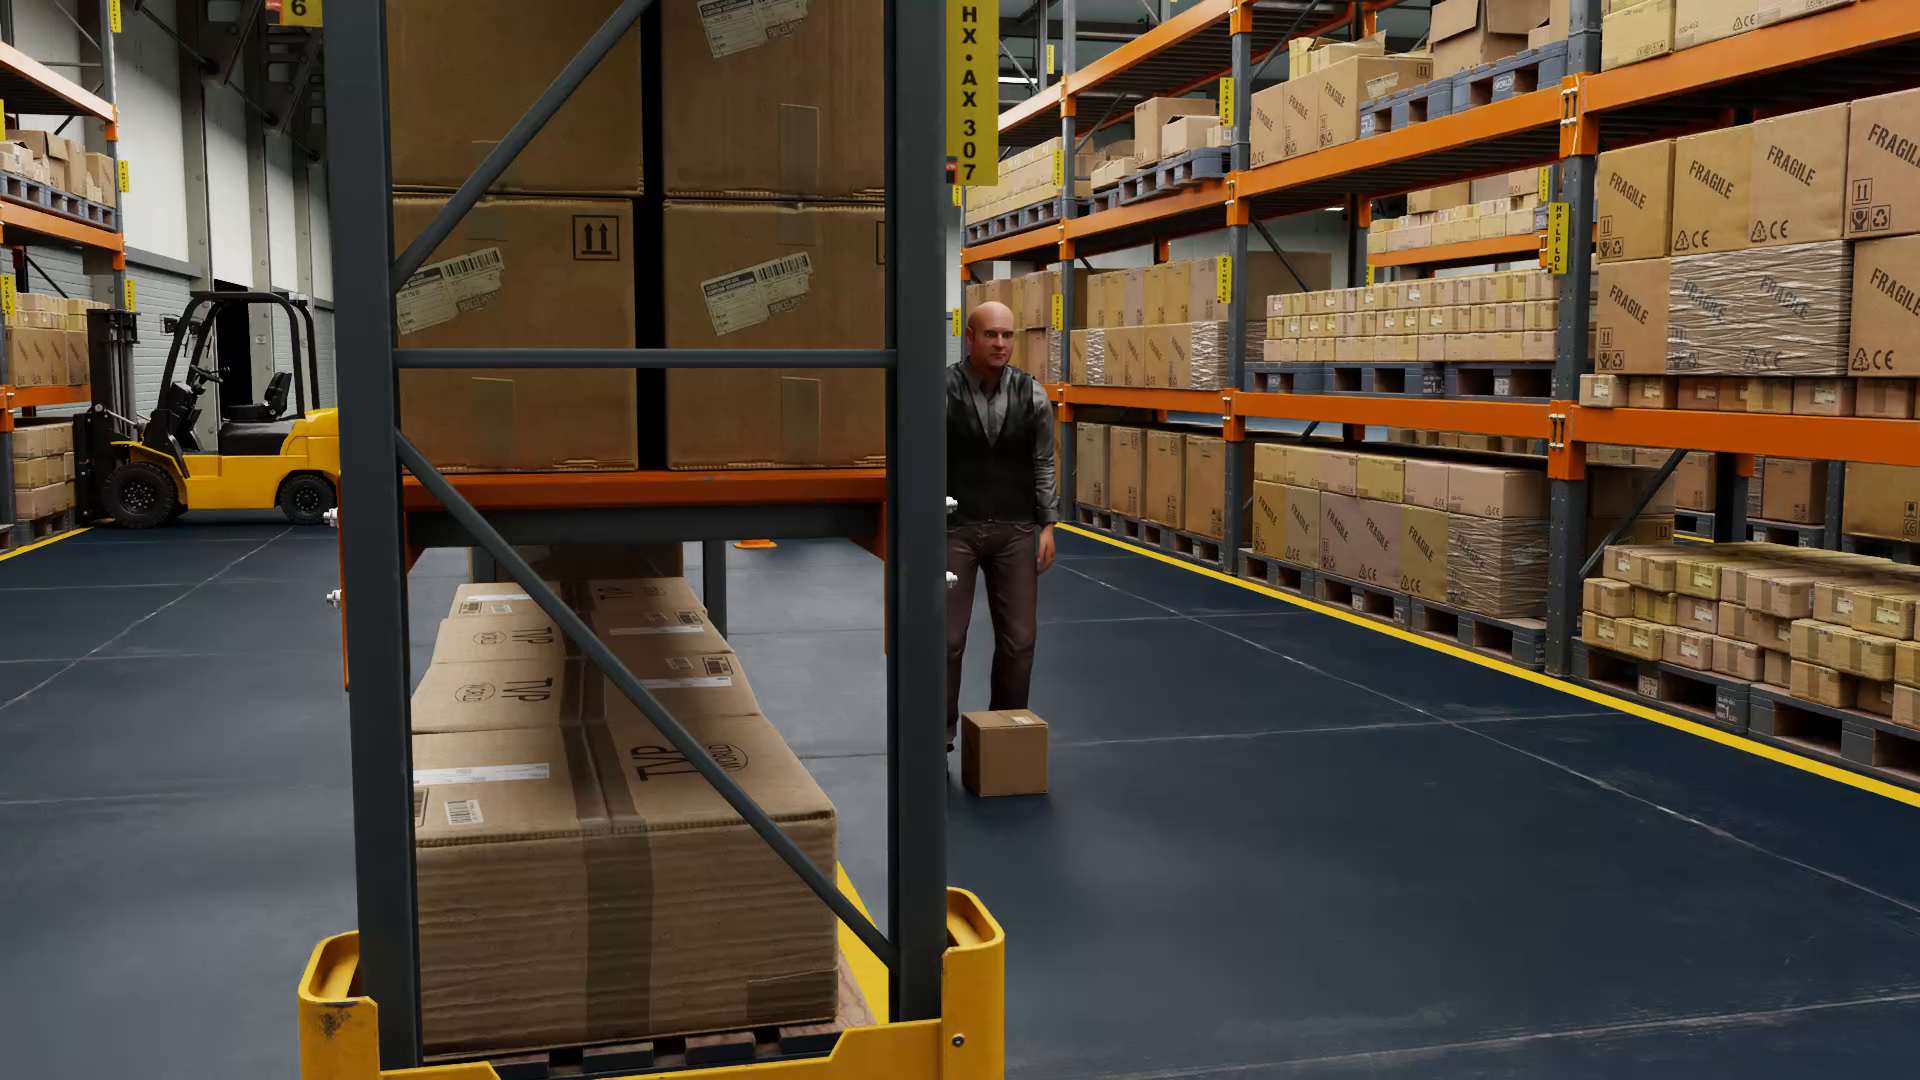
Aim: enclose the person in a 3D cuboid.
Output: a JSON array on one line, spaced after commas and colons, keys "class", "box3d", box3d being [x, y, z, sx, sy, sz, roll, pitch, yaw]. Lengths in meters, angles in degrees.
[{"class": "person", "box3d": [0.077, -0.005, 6.104, 0.578, 1.720, 0.419, -2, 6, -14]}]
